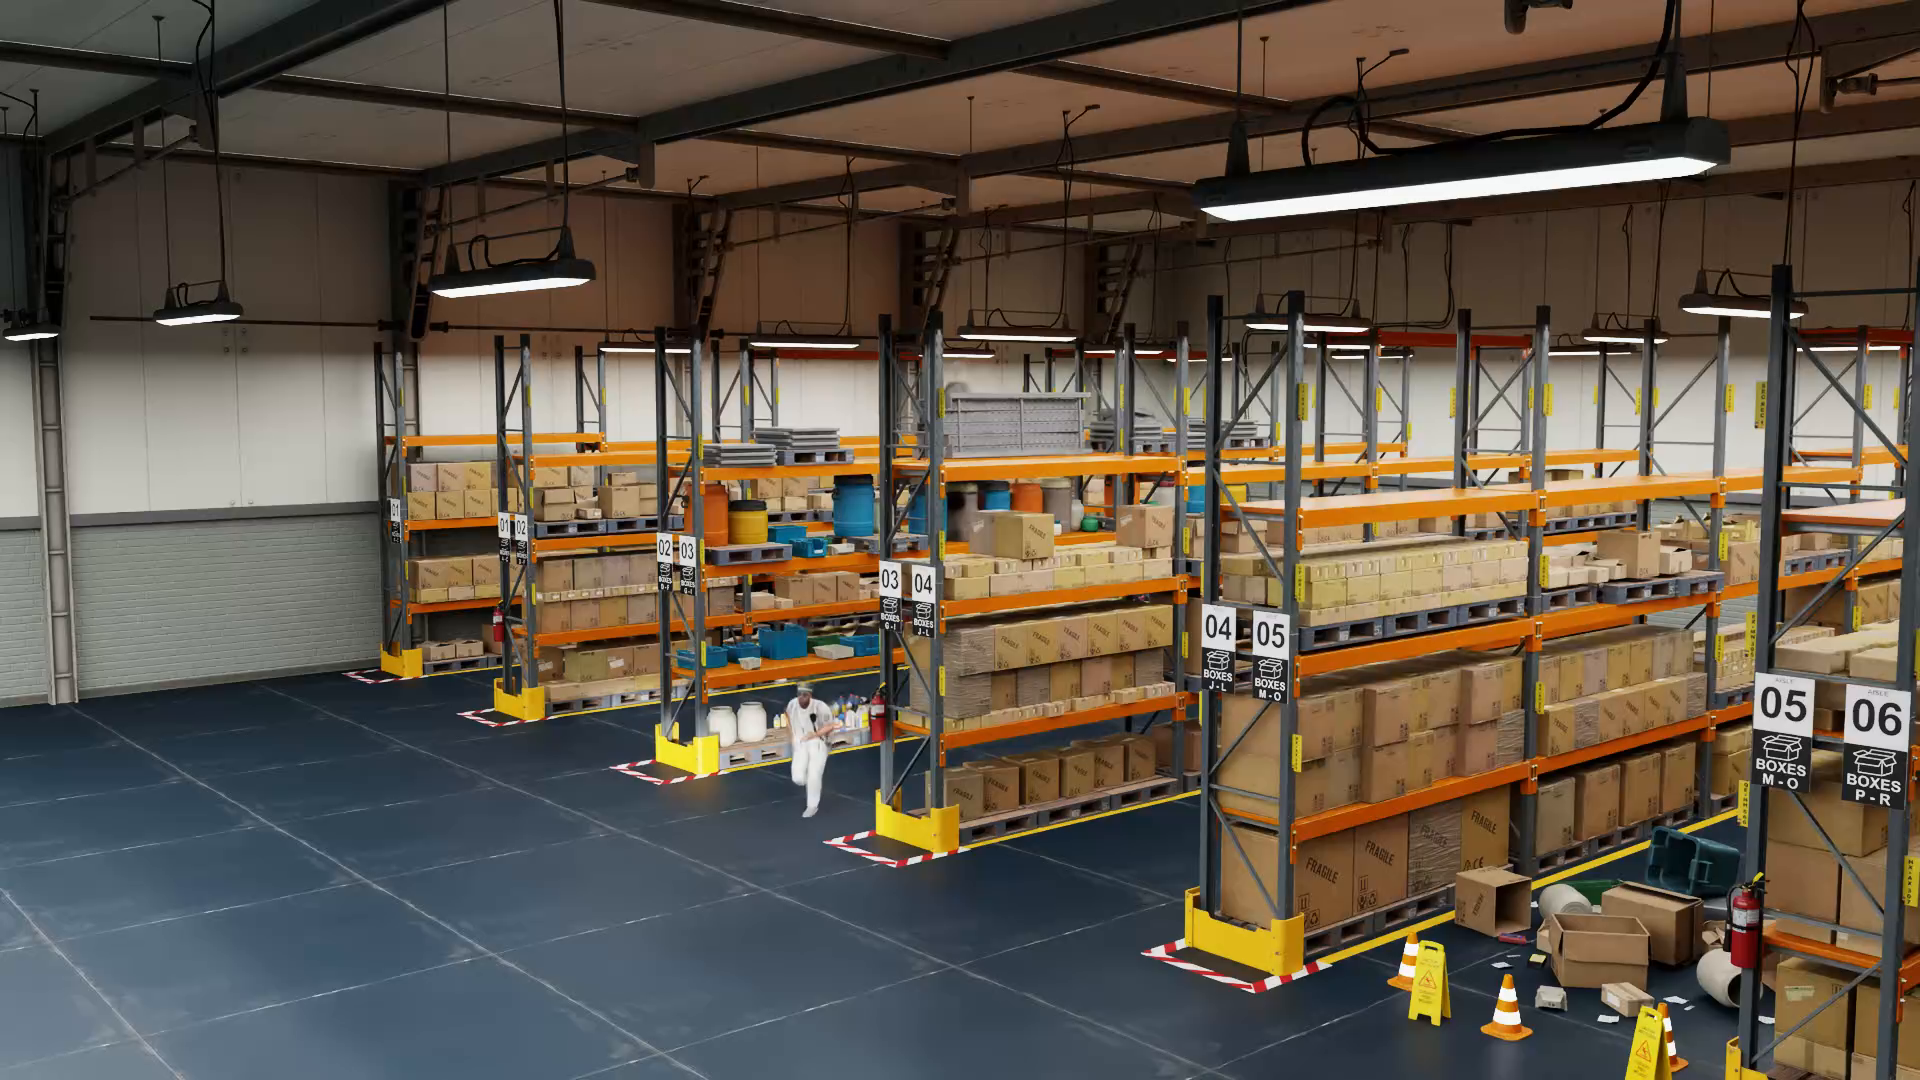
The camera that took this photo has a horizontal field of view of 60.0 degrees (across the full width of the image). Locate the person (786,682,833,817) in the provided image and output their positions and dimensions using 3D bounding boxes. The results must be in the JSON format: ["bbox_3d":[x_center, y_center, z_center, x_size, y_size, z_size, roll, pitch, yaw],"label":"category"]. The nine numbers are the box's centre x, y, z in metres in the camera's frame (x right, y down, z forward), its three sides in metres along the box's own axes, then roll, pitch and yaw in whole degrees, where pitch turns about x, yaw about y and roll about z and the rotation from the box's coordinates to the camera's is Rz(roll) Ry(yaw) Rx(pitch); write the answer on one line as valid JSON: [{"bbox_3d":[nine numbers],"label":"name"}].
[{"bbox_3d":[-1.829,2.510,20.053,0.652,1.701,0.748,1,5,12],"label":"person"}]

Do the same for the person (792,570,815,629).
[{"bbox_3d":[-3.026,1.384,32.588,0.576,1.678,0.765,5,7,44],"label":"person"}]

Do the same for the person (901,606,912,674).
[{"bbox_3d":[-0.756,1.483,28.401,0.563,1.621,0.534,4,7,39],"label":"person"}]
